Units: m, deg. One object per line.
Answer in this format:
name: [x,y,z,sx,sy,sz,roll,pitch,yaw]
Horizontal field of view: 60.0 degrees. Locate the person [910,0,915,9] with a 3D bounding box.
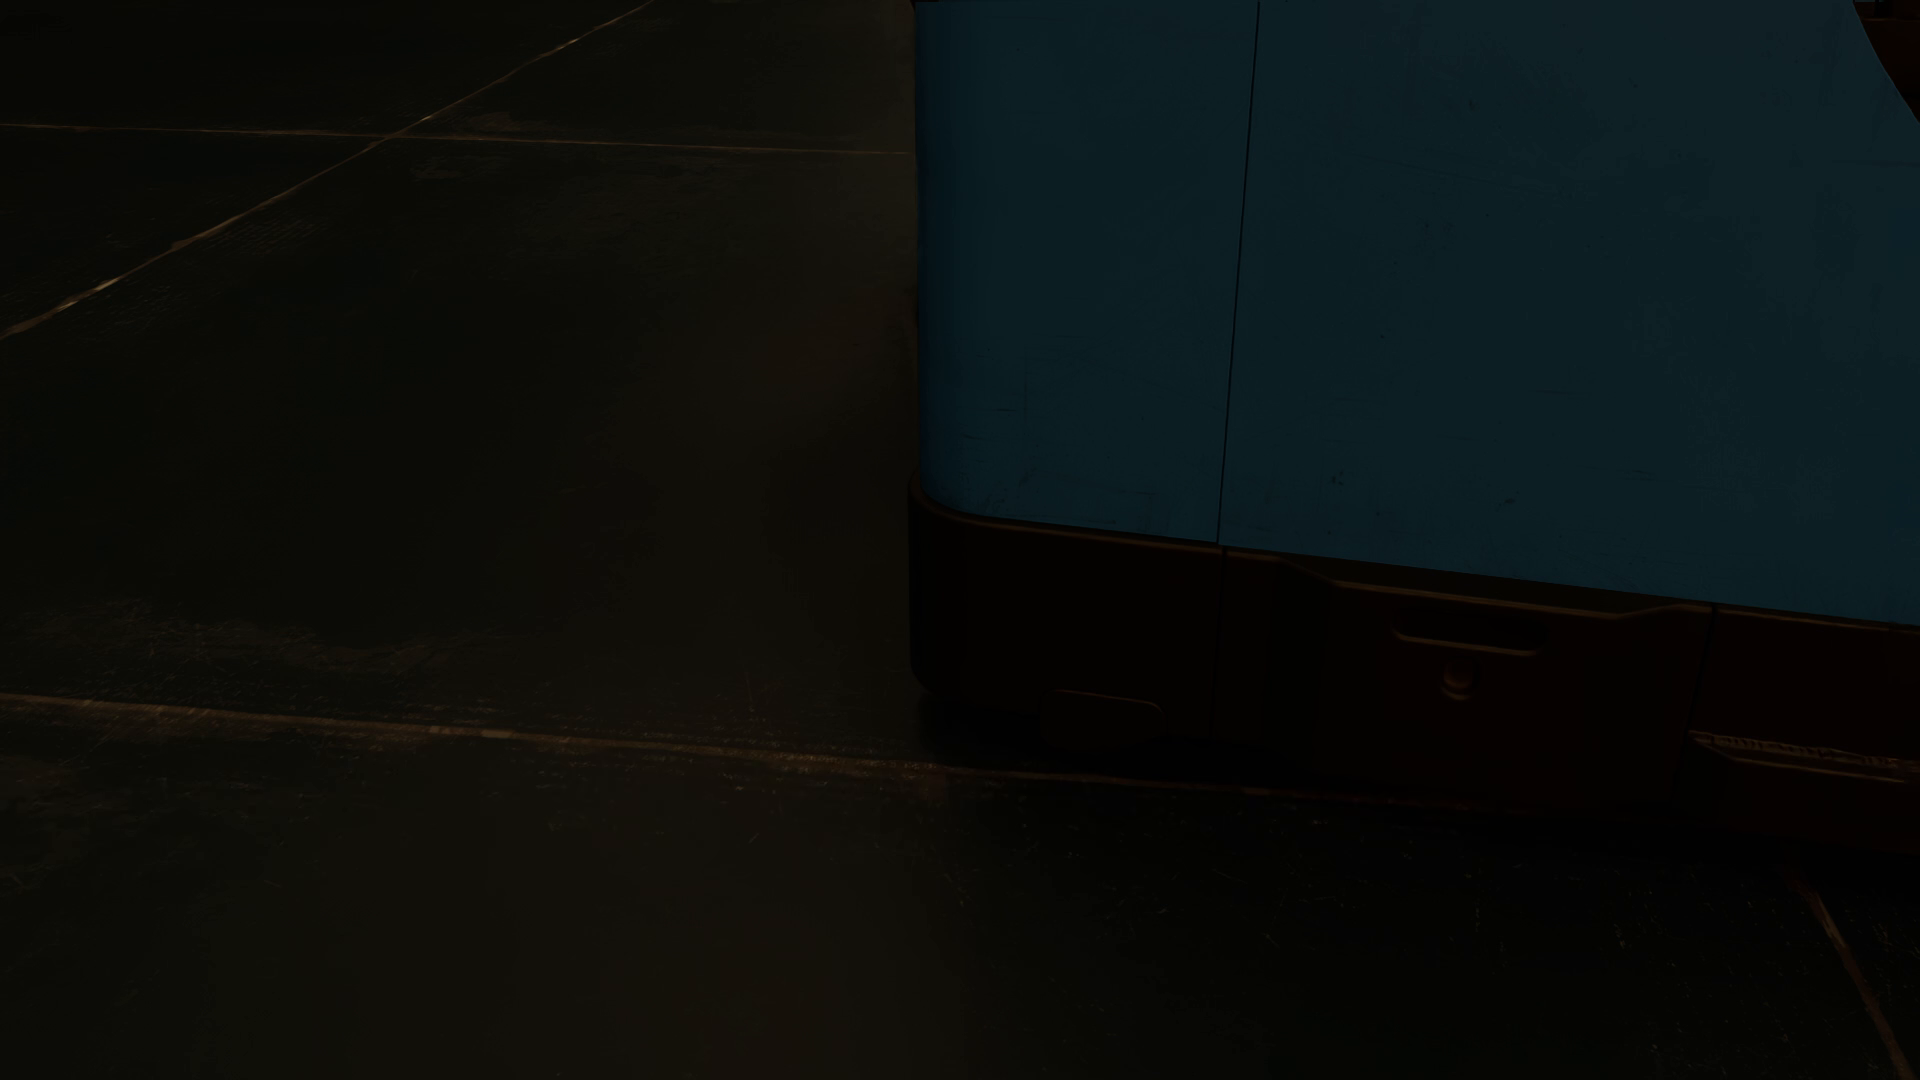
person: [-0.126,-1.154,3.058,1.170,1.639,0.892,-1,27,-2]

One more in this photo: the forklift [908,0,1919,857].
forklift: [1.515,-1.115,1.452,3.031,2.935,1.130,7,27,13]
